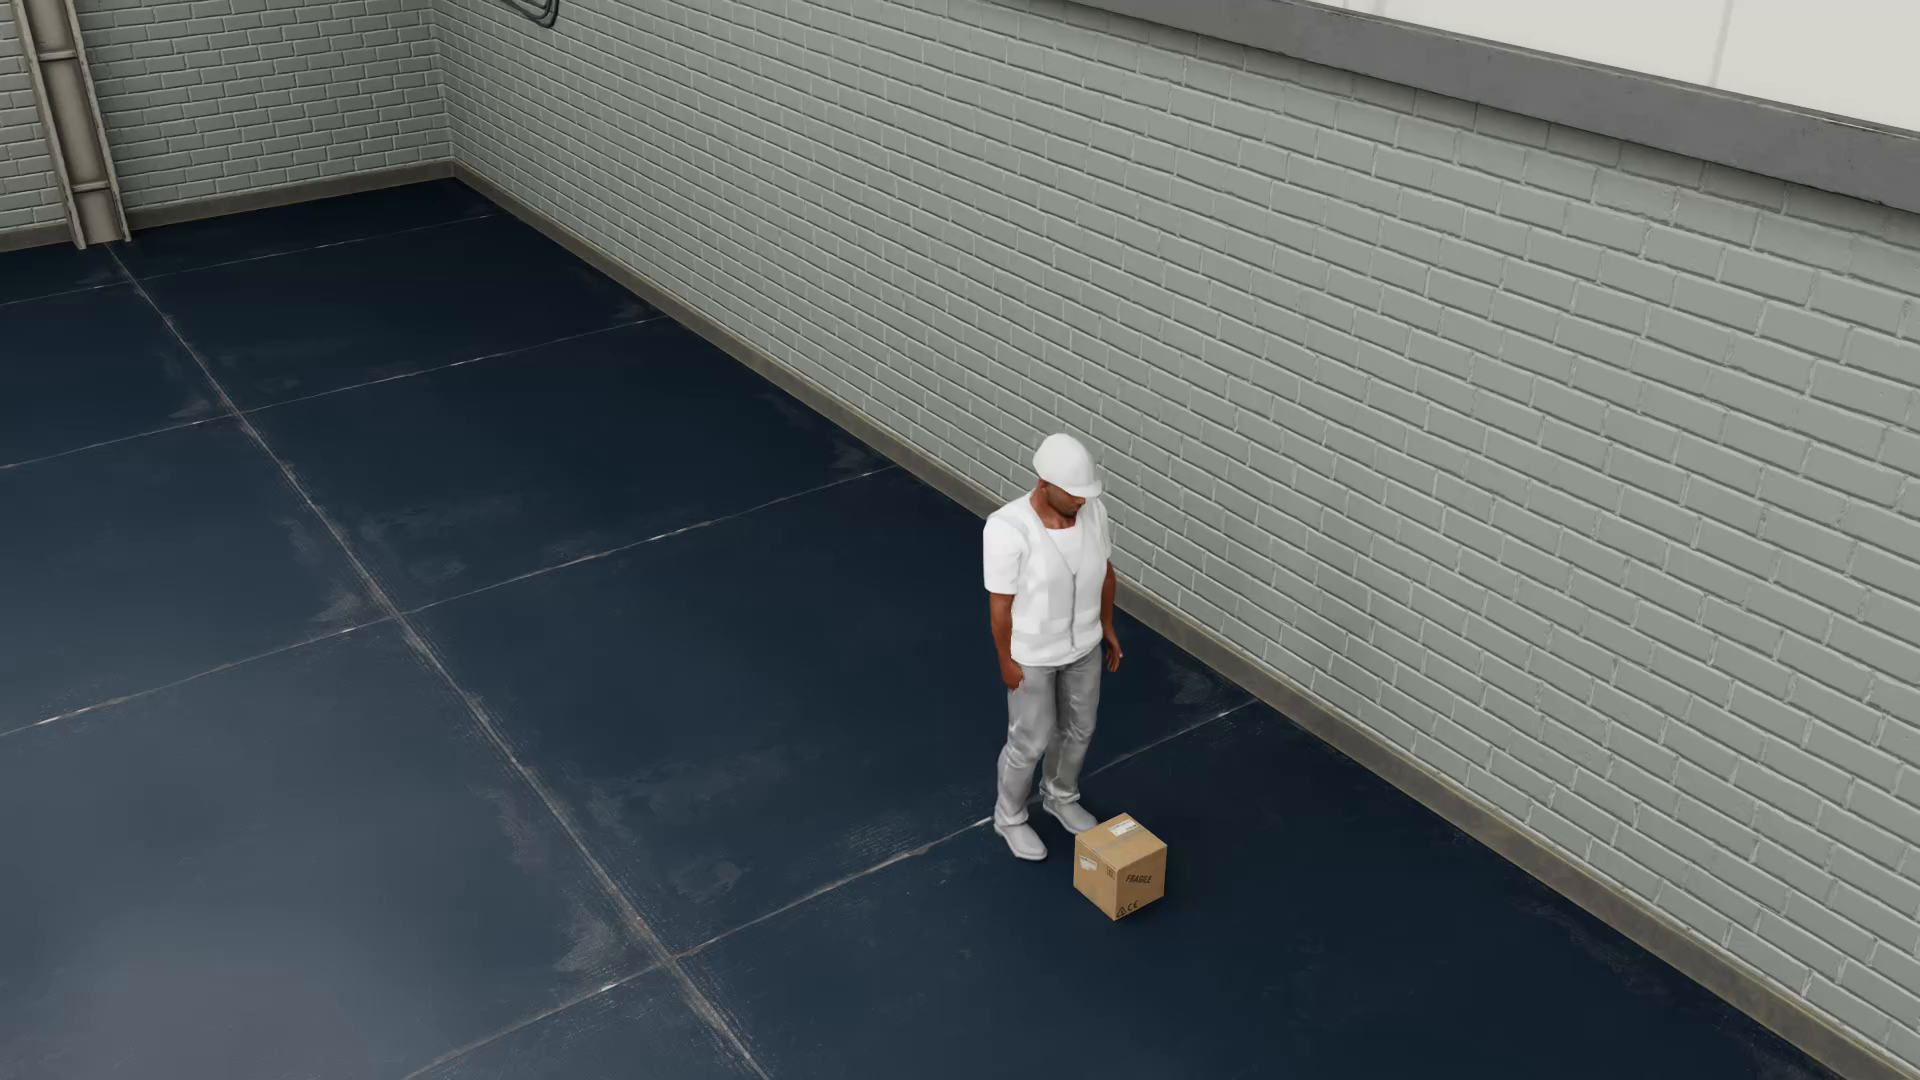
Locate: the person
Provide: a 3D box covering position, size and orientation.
[{"bbox_3d":[0.359,0.396,6.374,0.568,1.759,0.368,-18,33,-30],"label":"person"}]
